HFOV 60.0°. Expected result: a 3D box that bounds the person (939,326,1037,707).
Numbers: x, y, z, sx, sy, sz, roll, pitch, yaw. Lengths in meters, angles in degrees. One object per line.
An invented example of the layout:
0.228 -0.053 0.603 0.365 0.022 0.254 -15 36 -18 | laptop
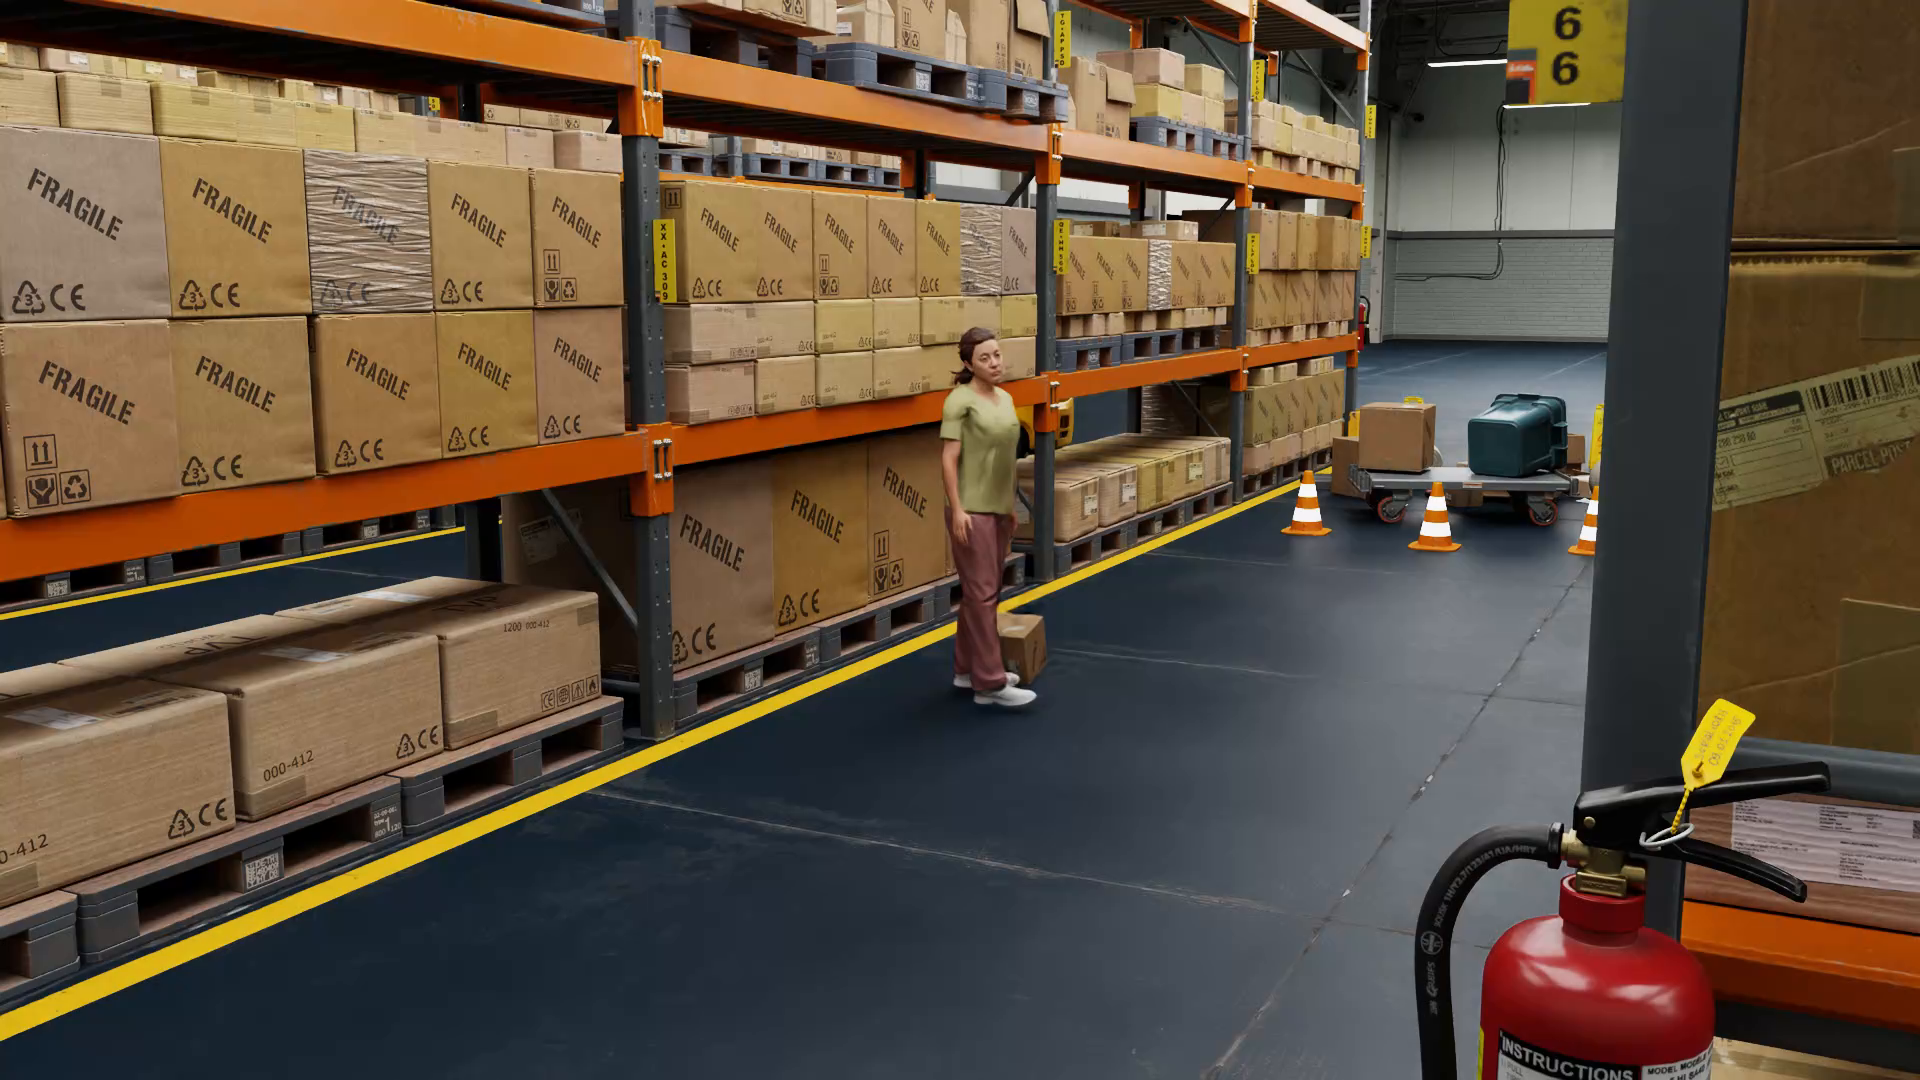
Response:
0.152 -0.107 7.401 0.555 1.671 0.538 6 11 33 | person
